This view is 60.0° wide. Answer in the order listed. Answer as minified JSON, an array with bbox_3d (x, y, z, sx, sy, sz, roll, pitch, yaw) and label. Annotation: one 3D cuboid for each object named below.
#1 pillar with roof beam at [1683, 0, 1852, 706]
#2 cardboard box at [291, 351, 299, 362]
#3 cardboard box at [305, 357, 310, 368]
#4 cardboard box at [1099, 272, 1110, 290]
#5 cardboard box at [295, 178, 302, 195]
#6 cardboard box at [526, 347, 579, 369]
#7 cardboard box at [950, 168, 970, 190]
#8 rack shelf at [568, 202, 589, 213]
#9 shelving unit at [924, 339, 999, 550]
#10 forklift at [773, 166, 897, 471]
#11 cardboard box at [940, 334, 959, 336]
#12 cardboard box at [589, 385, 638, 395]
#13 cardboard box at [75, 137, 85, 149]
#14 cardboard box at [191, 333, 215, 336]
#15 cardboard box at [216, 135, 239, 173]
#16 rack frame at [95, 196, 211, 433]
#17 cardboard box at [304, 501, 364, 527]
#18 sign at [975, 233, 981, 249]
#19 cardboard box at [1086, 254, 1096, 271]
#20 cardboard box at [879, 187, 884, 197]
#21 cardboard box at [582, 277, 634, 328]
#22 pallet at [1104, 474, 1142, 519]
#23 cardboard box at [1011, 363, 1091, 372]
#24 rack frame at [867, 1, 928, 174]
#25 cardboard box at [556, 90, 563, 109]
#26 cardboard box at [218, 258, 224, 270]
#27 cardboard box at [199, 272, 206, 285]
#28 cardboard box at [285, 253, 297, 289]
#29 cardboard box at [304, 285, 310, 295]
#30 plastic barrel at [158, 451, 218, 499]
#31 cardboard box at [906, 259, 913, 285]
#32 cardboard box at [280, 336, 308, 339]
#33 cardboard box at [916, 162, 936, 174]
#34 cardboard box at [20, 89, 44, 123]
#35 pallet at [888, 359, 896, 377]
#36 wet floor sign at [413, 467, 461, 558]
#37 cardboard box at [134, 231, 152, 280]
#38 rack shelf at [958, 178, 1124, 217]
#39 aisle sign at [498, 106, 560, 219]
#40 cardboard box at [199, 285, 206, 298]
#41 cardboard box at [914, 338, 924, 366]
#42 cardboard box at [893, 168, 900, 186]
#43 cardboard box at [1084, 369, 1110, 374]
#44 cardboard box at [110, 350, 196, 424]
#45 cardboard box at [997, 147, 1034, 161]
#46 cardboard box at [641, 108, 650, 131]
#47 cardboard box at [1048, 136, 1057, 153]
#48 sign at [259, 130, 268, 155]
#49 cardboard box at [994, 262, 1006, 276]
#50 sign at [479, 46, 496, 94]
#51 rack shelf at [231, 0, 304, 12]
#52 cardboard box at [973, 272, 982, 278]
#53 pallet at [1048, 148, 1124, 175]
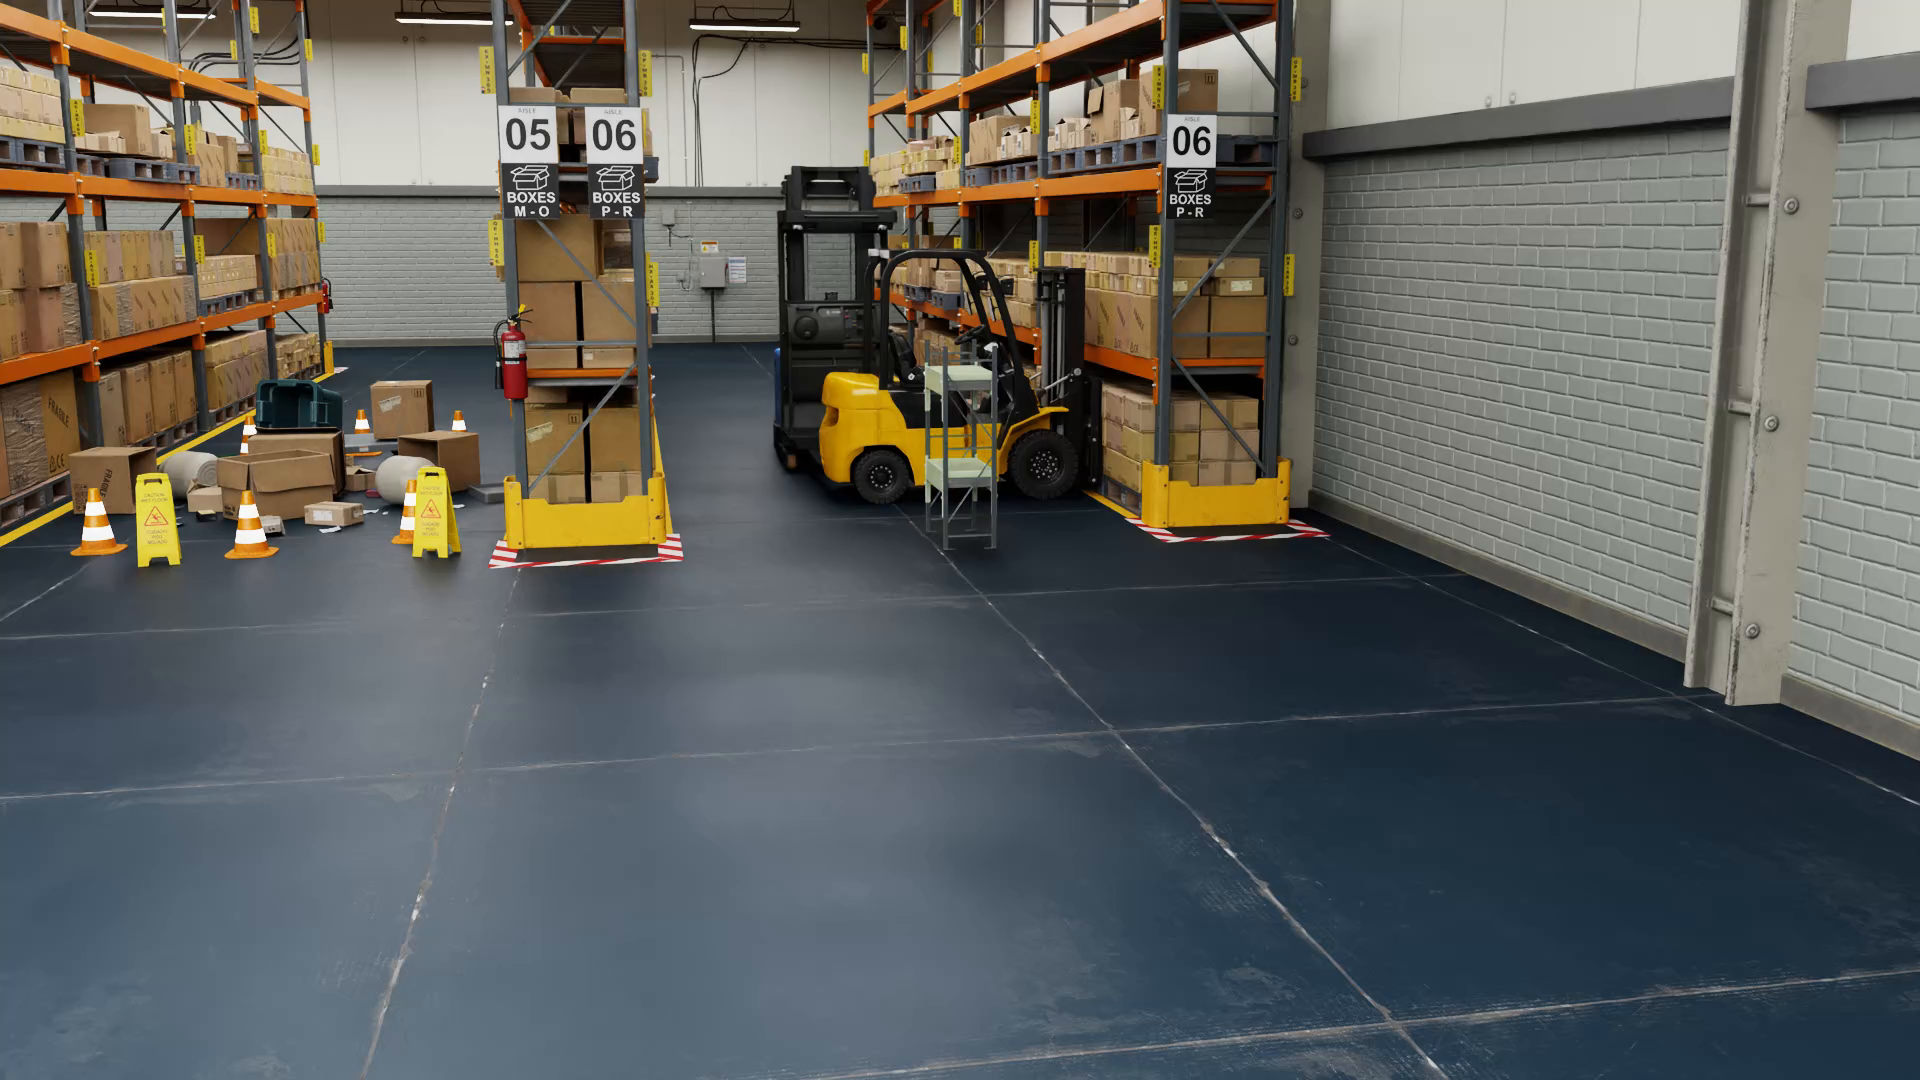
[{"bbox_3d":[-0.246,-3.475,6.888,9.100,9.000,0.400,-2,11,-11],"label":"pillar with roof beam"},{"bbox_3d":[-10.021,-2.712,24.628,0.380,0.149,0.250,-2,11,-11],"label":"cardboard box"},{"bbox_3d":[-10.160,-2.712,25.424,0.380,0.149,0.250,-3,11,-14],"label":"cardboard box"},{"bbox_3d":[1.445,-2.280,14.652,0.380,0.149,0.250,-2,11,-11],"label":"cardboard box"},{"bbox_3d":[-10.217,-5.321,25.007,0.500,0.250,0.500,-2,11,-9],"label":"cardboard box"},{"bbox_3d":[-3.090,-1.381,12.601,0.380,0.149,0.250,-2,11,-9],"label":"cardboard box"},{"bbox_3d":[0.167,-4.577,21.100,0.500,0.250,0.500,-2,11,-13],"label":"cardboard box"},{"bbox_3d":[-5.530,-5.131,25.535,1.077,0.370,4.000,-2,11,-11],"label":"rack shelf"},{"bbox_3d":[0.001,-0.736,12.550,0.431,1.500,0.755,-2,11,-11],"label":"shelving unit"},{"bbox_3d":[-1.212,-2.190,16.365,1.130,2.935,3.031,-2,11,-11],"label":"forklift"},{"bbox_3d":[-0.068,-2.761,23.010,0.380,0.149,0.250,-2,11,-11],"label":"cardboard box"},{"bbox_3d":[-3.006,-1.115,14.760,0.500,0.500,0.500,-2,11,-8],"label":"cardboard box"},{"bbox_3d":[-8.294,-3.761,15.382,0.258,0.266,0.396,-2,11,-12],"label":"cardboard box"},{"bbox_3d":[-9.987,-2.550,21.627,0.500,0.250,0.500,-2,11,-9],"label":"cardboard box"},{"bbox_3d":[-10.011,-5.101,22.063,0.700,0.500,0.500,-2,11,-11],"label":"cardboard box"},{"bbox_3d":[-9.199,-2.712,18.923,1.000,3.000,0.127,-2,11,-11],"label":"rack frame"},{"bbox_3d":[-5.044,-0.210,13.401,0.380,0.149,0.250,4,11,18],"label":"cardboard box"},{"bbox_3d":[0.271,-4.415,24.774,0.100,0.325,0.005,-2,11,-11],"label":"sign"},{"bbox_3d":[1.382,-2.570,15.376,0.380,0.149,0.250,-2,11,-11],"label":"cardboard box"},{"bbox_3d":[-1.102,-5.650,27.010,0.380,0.149,0.250,-2,11,-11],"label":"cardboard box"},{"bbox_3d":[-2.731,-1.831,13.229,0.500,0.500,0.500,-2,11,-9],"label":"cardboard box"},{"bbox_3d":[1.871,-0.394,14.199,1.003,0.211,1.213,-2,11,-11],"label":"pallet"},{"bbox_3d":[1.027,-1.636,18.497,0.875,0.625,0.625,-2,11,-12],"label":"cardboard box"},{"bbox_3d":[-1.051,-7.506,28.066,1.000,3.000,0.127,-2,11,-11],"label":"rack frame"},{"bbox_3d":[-3.175,-3.285,12.452,0.380,0.149,0.250,-2,11,-10],"label":"cardboard box"},{"bbox_3d":[-9.356,-3.420,20.601,0.380,0.149,0.250,-2,11,-9],"label":"cardboard box"},{"bbox_3d":[-9.151,-3.087,19.645,0.380,0.149,0.250,-2,11,-8],"label":"cardboard box"},{"bbox_3d":[-9.992,-3.925,24.234,0.500,0.500,0.500,-2,11,-12],"label":"cardboard box"},{"bbox_3d":[-10.267,-3.868,25.669,0.380,0.149,0.250,-2,11,-9],"label":"cardboard box"},{"bbox_3d":[-6.696,-0.561,14.510,0.512,0.421,0.421,6,12,28],"label":"plastic barrel"},{"bbox_3d":[-0.398,-3.984,24.216,0.700,0.500,0.500,-2,11,-10],"label":"cardboard box"},{"bbox_3d":[-10.248,-3.049,25.602,0.380,0.149,0.250,-3,11,-13],"label":"cardboard box"},{"bbox_3d":[-0.404,-5.175,23.120,0.380,0.149,0.250,-2,11,-12],"label":"cardboard box"},{"bbox_3d":[-7.976,-3.606,13.814,0.500,0.250,0.500,-2,11,-11],"label":"cardboard box"},{"bbox_3d":[-0.646,-2.806,26.874,1.003,0.211,1.213,-2,11,-11],"label":"pallet"},{"bbox_3d":[-3.820,-0.213,12.090,0.267,0.644,0.232,2,11,9],"label":"wet floor sign"},{"bbox_3d":[-8.920,-2.983,17.405,0.700,0.500,0.500,-2,11,-12],"label":"cardboard box"},{"bbox_3d":[0.894,-3.845,18.778,1.077,0.370,4.000,-2,11,-11],"label":"rack shelf"},{"bbox_3d":[-3.080,-2.699,11.900,0.394,0.787,0.004,-2,11,-11],"label":"aisle sign"},{"bbox_3d":[-9.140,-2.934,19.636,0.380,0.149,0.250,-2,11,-8],"label":"cardboard box"},{"bbox_3d":[-0.400,-2.707,24.458,0.500,0.500,0.500,-2,11,-9],"label":"cardboard box"},{"bbox_3d":[-0.724,-5.546,25.395,0.500,0.250,0.500,-3,11,-13],"label":"cardboard box"},{"bbox_3d":[1.159,-1.511,16.168,0.500,0.250,0.500,-2,11,-11],"label":"cardboard box"},{"bbox_3d":[-9.169,-1.698,18.491,1.050,0.750,0.750,-2,11,-12],"label":"cardboard box"},{"bbox_3d":[0.621,-4.296,18.503,0.380,0.149,0.250,-2,11,-12],"label":"cardboard box"},{"bbox_3d":[-3.413,-4.242,16.878,0.500,0.250,0.500,-2,11,-12],"label":"cardboard box"},{"bbox_3d":[1.072,-3.870,16.268,0.380,0.149,0.250,-2,11,-10],"label":"cardboard box"},{"bbox_3d":[-9.433,-5.388,22.522,0.100,0.325,0.005,-2,11,-11],"label":"sign"},{"bbox_3d":[0.593,-3.060,18.747,0.380,0.149,0.250,-2,11,-13],"label":"cardboard box"},{"bbox_3d":[-3.356,-3.335,11.808,0.100,0.325,0.005,-2,11,-11],"label":"sign"},{"bbox_3d":[-10.366,-8.039,23.901,1.077,0.370,4.000,-2,11,-11],"label":"rack shelf"},{"bbox_3d":[0.448,-3.082,19.929,0.500,0.250,0.500,-2,11,-9],"label":"cardboard box"},{"bbox_3d":[1.474,-3.633,15.975,1.003,0.211,1.213,-2,11,-11],"label":"pallet"}]
